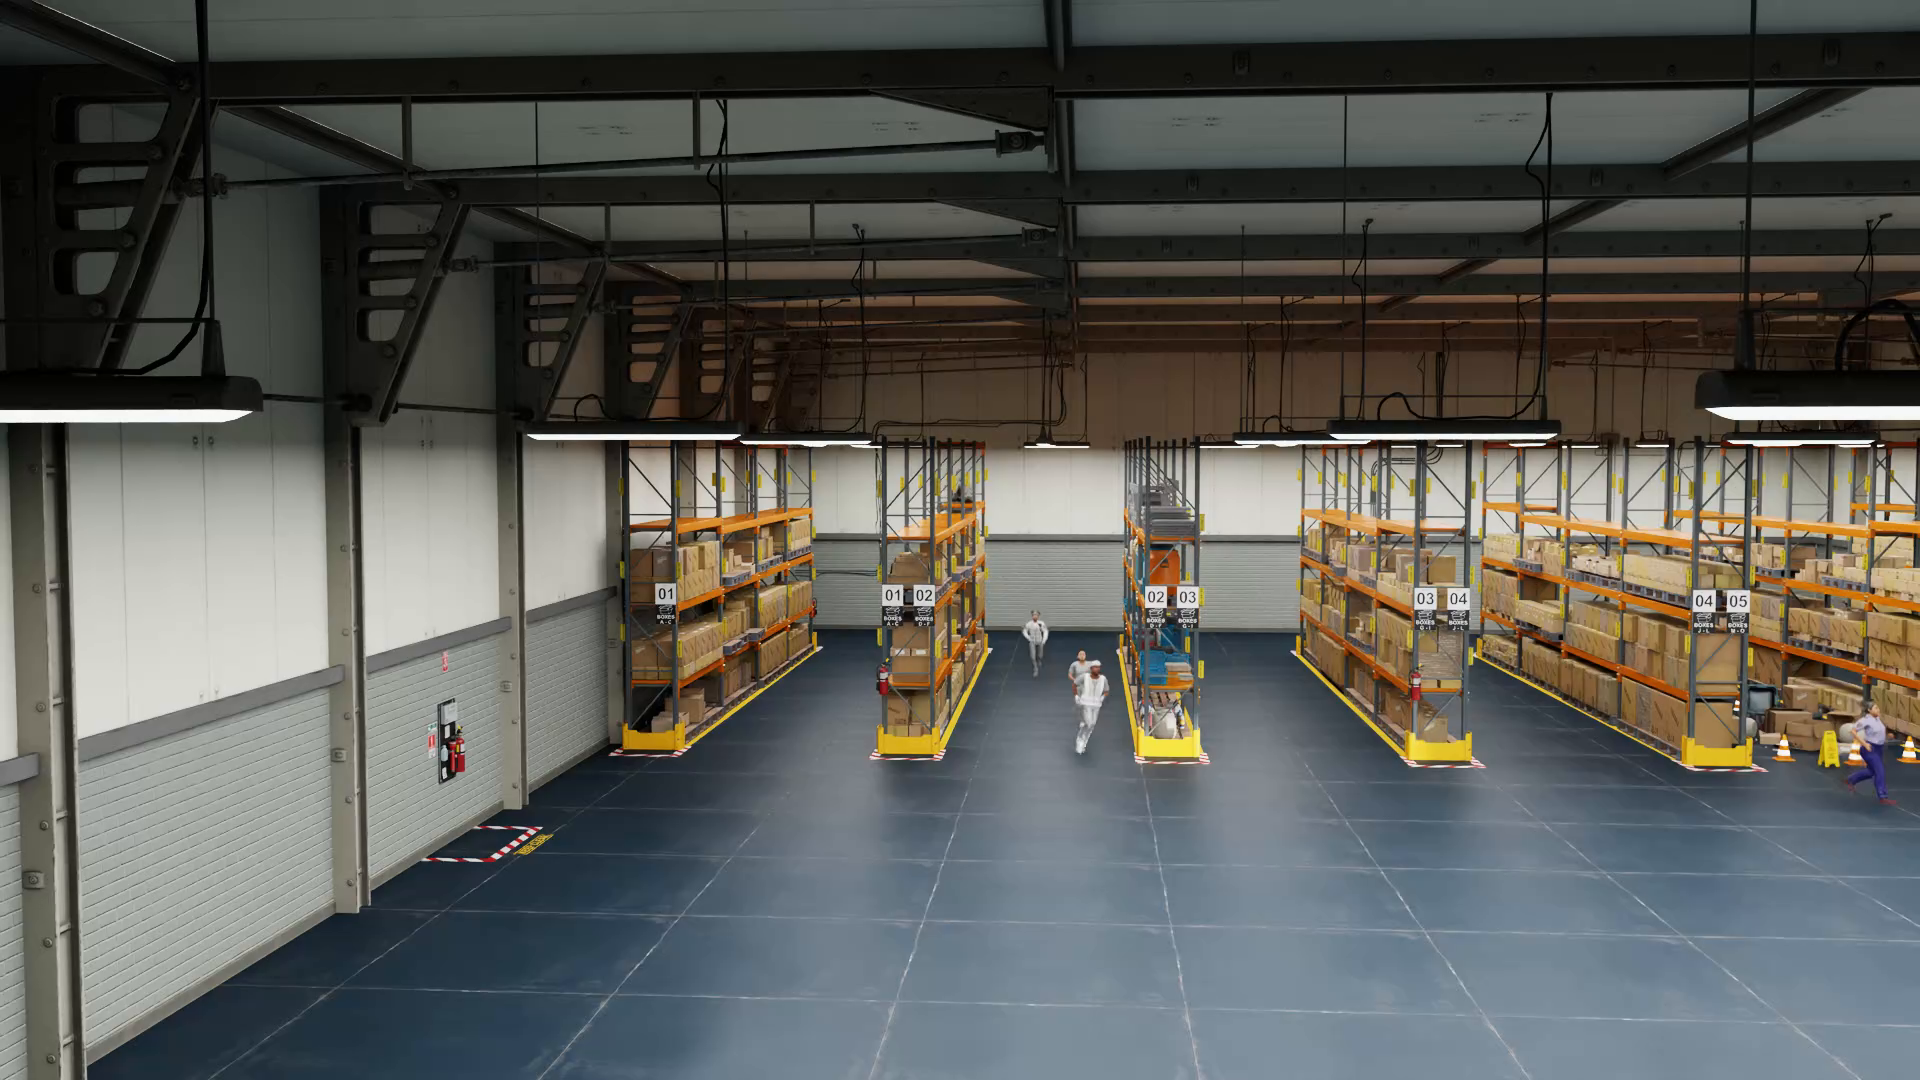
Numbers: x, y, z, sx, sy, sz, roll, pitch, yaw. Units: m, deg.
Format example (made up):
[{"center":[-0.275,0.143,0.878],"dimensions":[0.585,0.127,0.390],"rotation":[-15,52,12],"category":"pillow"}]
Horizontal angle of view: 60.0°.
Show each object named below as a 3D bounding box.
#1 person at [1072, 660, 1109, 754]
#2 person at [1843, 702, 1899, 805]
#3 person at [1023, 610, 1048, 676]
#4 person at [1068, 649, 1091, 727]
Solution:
[{"center":[2.509,3.162,31.549],"dimensions":[0.680,1.768,0.640],"rotation":[-1,3,-19],"category":"person"},{"center":[14.848,3.444,27.089],"dimensions":[0.615,1.625,0.899],"rotation":[-3,4,-40],"category":"person"},{"center":[1.910,2.591,42.017],"dimensions":[0.658,1.662,0.559],"rotation":[0,3,-1],"category":"person"},{"center":[2.510,3.061,34.222],"dimensions":[0.563,1.636,0.602],"rotation":[0,3,3],"category":"person"}]
